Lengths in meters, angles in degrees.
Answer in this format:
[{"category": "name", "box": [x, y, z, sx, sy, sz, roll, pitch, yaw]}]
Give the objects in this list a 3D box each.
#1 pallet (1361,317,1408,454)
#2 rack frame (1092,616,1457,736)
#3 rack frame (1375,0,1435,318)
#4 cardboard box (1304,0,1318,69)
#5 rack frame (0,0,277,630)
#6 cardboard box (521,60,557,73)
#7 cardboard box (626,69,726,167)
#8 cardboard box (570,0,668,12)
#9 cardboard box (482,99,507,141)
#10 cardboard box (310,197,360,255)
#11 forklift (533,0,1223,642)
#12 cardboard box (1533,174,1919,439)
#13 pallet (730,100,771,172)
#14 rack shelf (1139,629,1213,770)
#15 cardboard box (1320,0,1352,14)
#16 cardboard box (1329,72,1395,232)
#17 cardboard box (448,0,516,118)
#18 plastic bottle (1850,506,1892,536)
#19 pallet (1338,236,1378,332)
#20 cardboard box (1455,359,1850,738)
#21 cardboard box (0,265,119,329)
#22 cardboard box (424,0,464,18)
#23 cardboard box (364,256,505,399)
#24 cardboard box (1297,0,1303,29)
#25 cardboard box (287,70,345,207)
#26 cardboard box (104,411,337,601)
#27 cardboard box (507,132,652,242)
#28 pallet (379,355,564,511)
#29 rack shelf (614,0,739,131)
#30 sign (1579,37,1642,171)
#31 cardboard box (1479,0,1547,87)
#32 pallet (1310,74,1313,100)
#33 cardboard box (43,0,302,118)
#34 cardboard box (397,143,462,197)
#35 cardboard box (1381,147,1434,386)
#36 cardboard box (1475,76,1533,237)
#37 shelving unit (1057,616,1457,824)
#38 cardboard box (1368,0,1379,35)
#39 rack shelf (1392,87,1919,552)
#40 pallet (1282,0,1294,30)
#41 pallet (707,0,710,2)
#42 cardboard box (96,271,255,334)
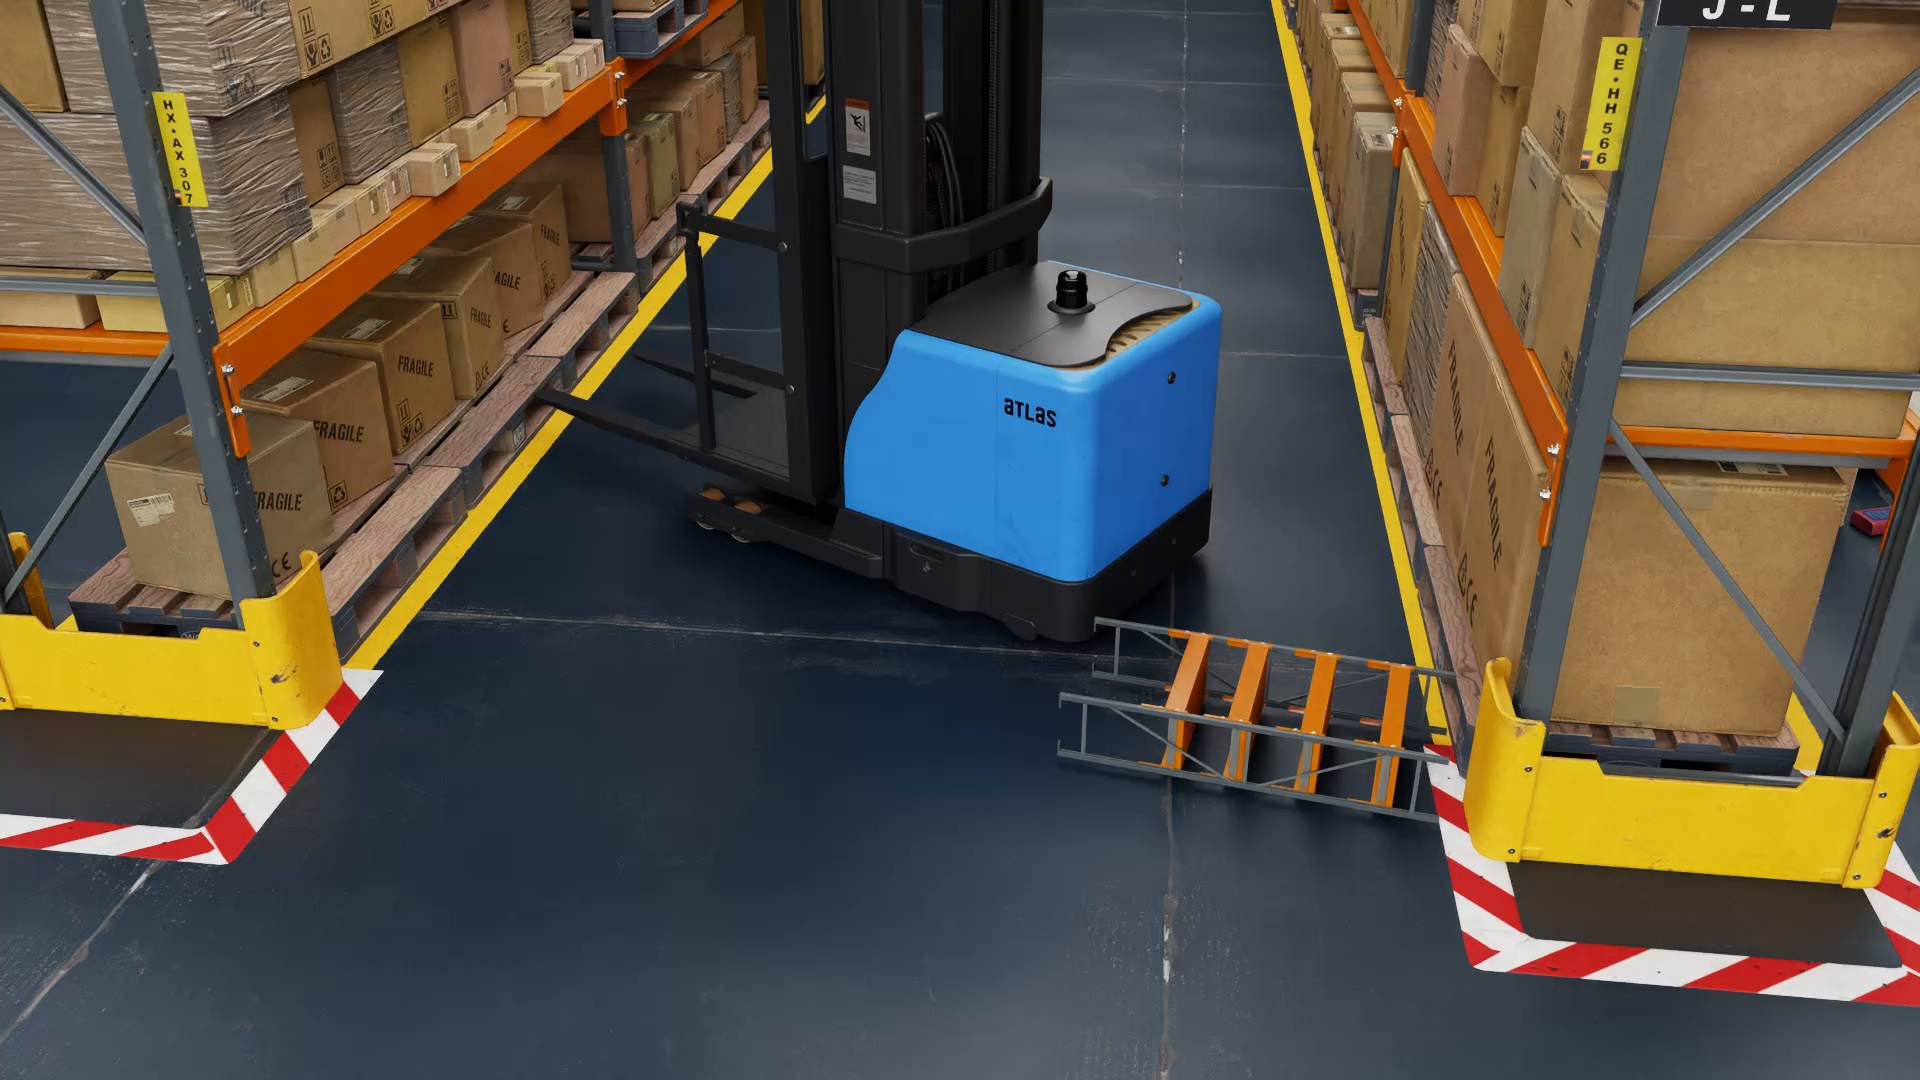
[{"category": "pallet", "box": [2.469, -0.726, 7.875, 1.003, 0.211, 1.213, 3, 28, 6]}, {"category": "rack frame", "box": [1.035, 0.454, 5.597, 1.200, 0.240, 0.015, 8, 29, 15]}, {"category": "rack frame", "box": [2.639, -2.307, 7.870, 1.000, 3.000, 0.127, 3, 28, 6]}, {"category": "cardboard box", "box": [3.067, -4.093, 13.378, 0.500, 0.500, 0.500, 2, 28, 4]}, {"category": "rack frame", "box": [-2.761, -0.760, 4.998, 1.000, 3.000, 0.127, 3, 28, 6]}, {"category": "cardboard box", "box": [-2.136, -2.183, 7.904, 0.380, 0.149, 0.250, 3, 28, 6]}, {"category": "cardboard box", "box": [-1.961, -2.773, 10.907, 0.700, 0.500, 0.500, 6, 29, 10]}, {"category": "cardboard box", "box": [-2.035, -3.458, 8.930, 1.000, 1.000, 1.000, 4, 29, 7]}, {"category": "cardboard box", "box": [-2.208, -1.829, 7.247, 0.380, 0.149, 0.250, 3, 28, 6]}, {"category": "cardboard box", "box": [-2.384, -1.122, 5.935, 0.380, 0.149, 0.250, 3, 28, 6]}, {"category": "forklift", "box": [-0.507, -1.463, 6.376, 3.031, 2.935, 1.130, 19, 34, 31]}, {"category": "cardboard box", "box": [2.150, -0.668, 4.669, 0.875, 0.550, 0.550, 3, 28, 6]}, {"category": "pallet", "box": [-1.878, -2.931, 11.967, 1.003, 0.211, 1.213, 3, 28, 6]}, {"category": "rack shelf", "box": [0.709, 0.528, 5.460, 0.148, 0.258, 0.480, 8, 29, 15]}, {"category": "cardboard box", "box": [2.953, -3.942, 12.306, 0.500, 0.250, 0.500, 3, 28, 5]}, {"category": "cardboard box", "box": [2.748, -2.253, 9.698, 1.050, 0.750, 0.750, 3, 28, 6]}, {"category": "cardboard box", "box": [-2.445, -2.135, 7.132, 0.875, 0.500, 0.500, 3, 28, 6]}, {"category": "plastic bottle", "box": [3.831, -0.083, 6.840, 0.283, 0.061, 0.133, -6, 29, -11]}, {"category": "pallet", "box": [2.659, -1.447, 9.214, 1.003, 0.211, 1.213, 3, 28, 6]}, {"category": "cardboard box", "box": [2.167, 0.003, 5.379, 0.875, 0.875, 0.875, 4, 29, 6]}, {"category": "cardboard box", "box": [-2.931, -0.796, 5.329, 0.380, 0.149, 0.250, 3, 28, 6]}, {"category": "cardboard box", "box": [-2.240, -2.324, 6.429, 0.500, 0.500, 0.500, 3, 28, 6]}, {"category": "cardboard box", "box": [-2.420, -0.975, 7.589, 0.500, 0.500, 0.500, 1, 28, 2]}, {"category": "cardboard box", "box": [3.266, -4.825, 14.736, 0.500, 0.500, 0.500, 4, 29, 8]}, {"category": "cardboard box", "box": [-2.724, -1.435, 5.831, 0.875, 0.500, 0.500, 3, 28, 6]}, {"category": "cardboard box", "box": [-2.668, -0.138, 6.035, 0.500, 0.500, 0.500, 9, 30, 16]}, {"category": "cardboard box", "box": [-2.174, -2.024, 9.516, 0.700, 0.500, 0.500, 1, 28, 2]}, {"category": "pallet", "box": [-2.465, -0.521, 7.495, 1.003, 0.211, 1.213, 3, 28, 6]}, {"category": "rack shelf", "box": [-2.026, -3.268, 10.411, 1.077, 0.370, 4.000, 3, 28, 6]}, {"category": "sign", "box": [1.612, -1.076, 4.115, 0.100, 0.325, 0.005, 3, 28, 6]}, {"category": "cardboard box", "box": [2.348, -1.915, 5.846, 0.875, 0.550, 0.500, 3, 28, 6]}, {"category": "pallet", "box": [3.227, -3.330, 12.709, 1.003, 0.211, 1.213, 3, 28, 6]}, {"category": "cardboard box", "box": [-2.423, -1.618, 5.118, 0.500, 0.500, 0.500, 3, 28, 6]}, {"category": "cardboard box", "box": [-2.209, -1.470, 6.581, 0.380, 0.149, 0.250, 3, 28, 6]}, {"category": "cardboard box", "box": [2.493, -1.265, 7.732, 0.875, 0.875, 0.875, 4, 29, 7]}, {"category": "cardboard box", "box": [2.413, -1.436, 6.095, 0.875, 0.550, 0.500, 3, 28, 6]}, {"category": "shelving unit", "box": [0.963, 0.565, 5.392, 1.200, 0.258, 0.503, 8, 29, 15]}, {"category": "cardboard box", "box": [2.562, -3.088, 9.214, 0.500, 0.500, 0.500, 4, 29, 7]}, {"category": "rack shelf", "box": [2.394, -1.049, 6.293, 1.077, 0.370, 4.000, 3, 28, 6]}, {"category": "pallet", "box": [3.667, -5.163, 16.112, 1.003, 0.211, 1.213, 3, 28, 6]}, {"category": "pallet", "box": [-1.983, -3.507, 10.300, 1.003, 0.211, 1.213, 3, 28, 6]}, {"category": "cardboard box", "box": [-2.489, -0.770, 5.281, 0.380, 0.149, 0.250, 3, 28, 6]}]
